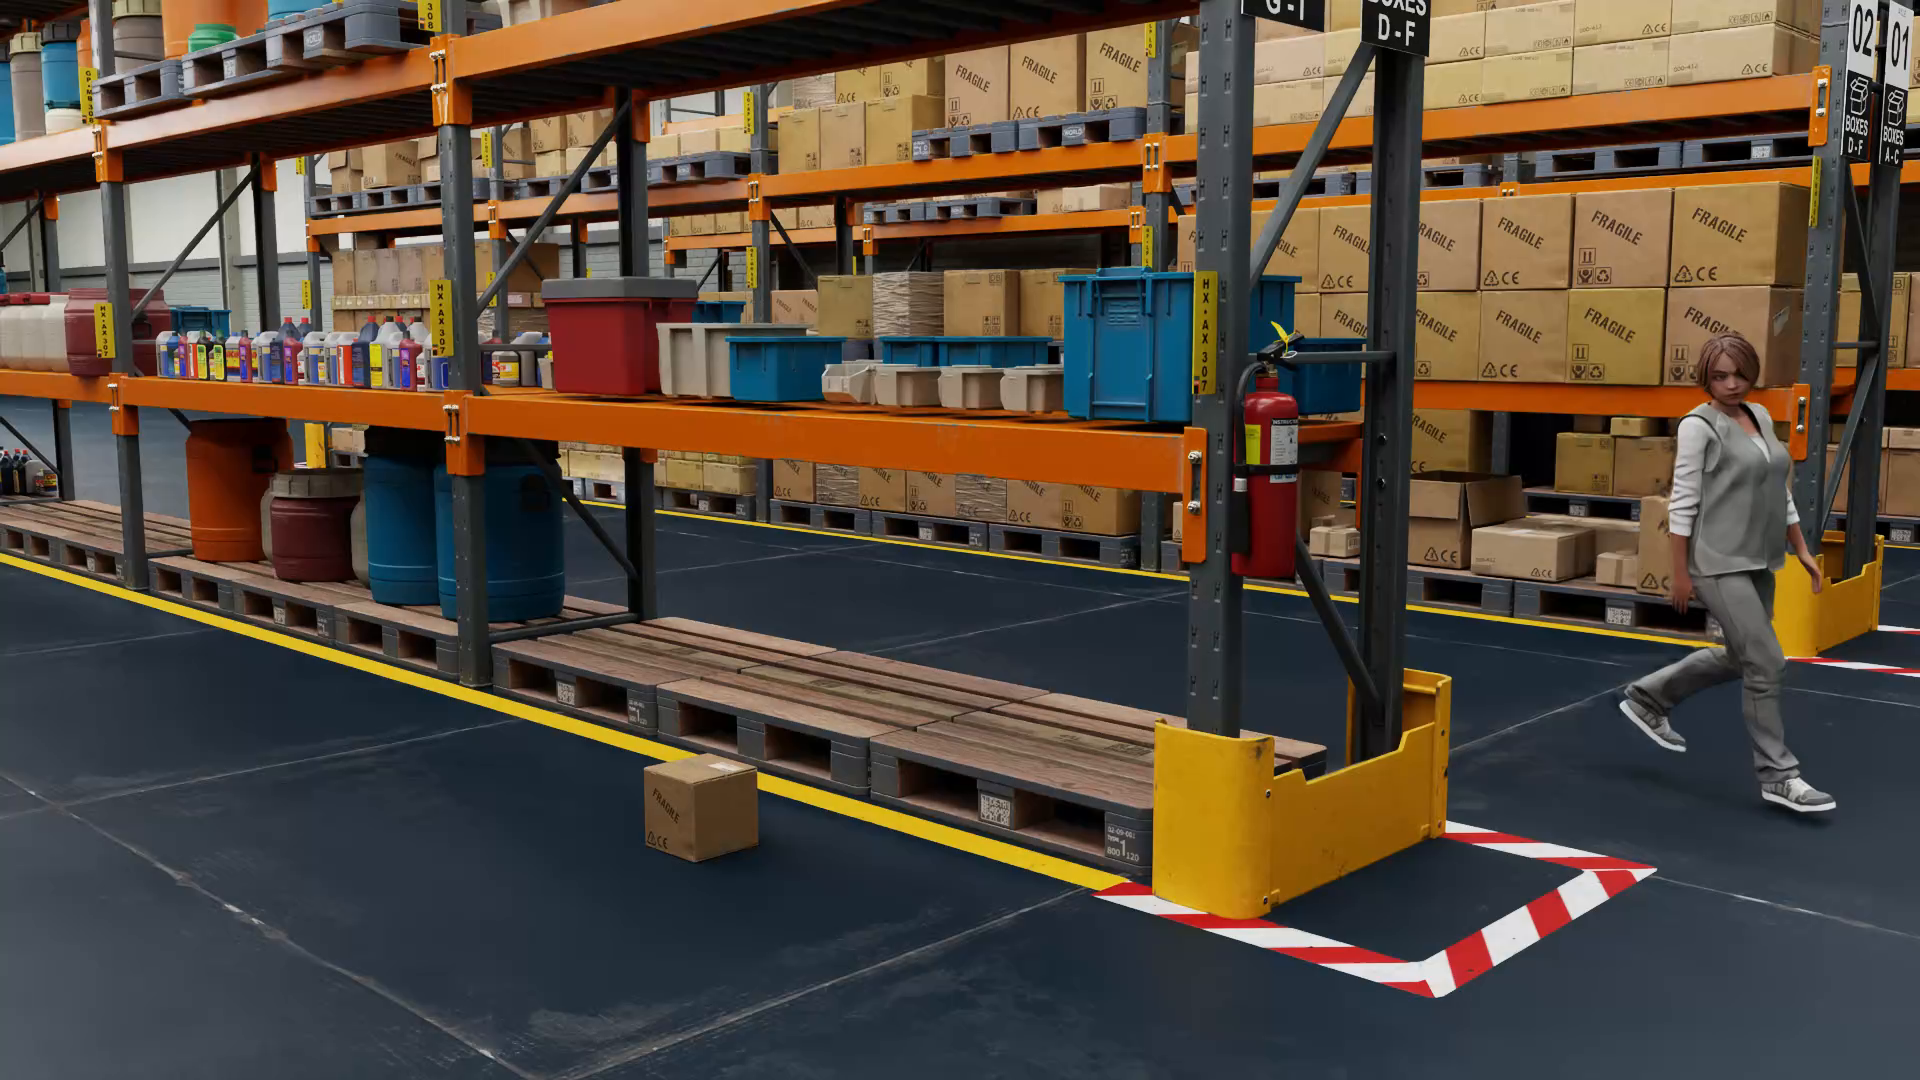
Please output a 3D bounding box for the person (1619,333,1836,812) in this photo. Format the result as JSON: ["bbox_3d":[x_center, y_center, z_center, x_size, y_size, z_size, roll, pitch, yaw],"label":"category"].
[{"bbox_3d":[2.567,0.087,5.583,0.479,1.549,0.806,-5,9,-33],"label":"person"}]
